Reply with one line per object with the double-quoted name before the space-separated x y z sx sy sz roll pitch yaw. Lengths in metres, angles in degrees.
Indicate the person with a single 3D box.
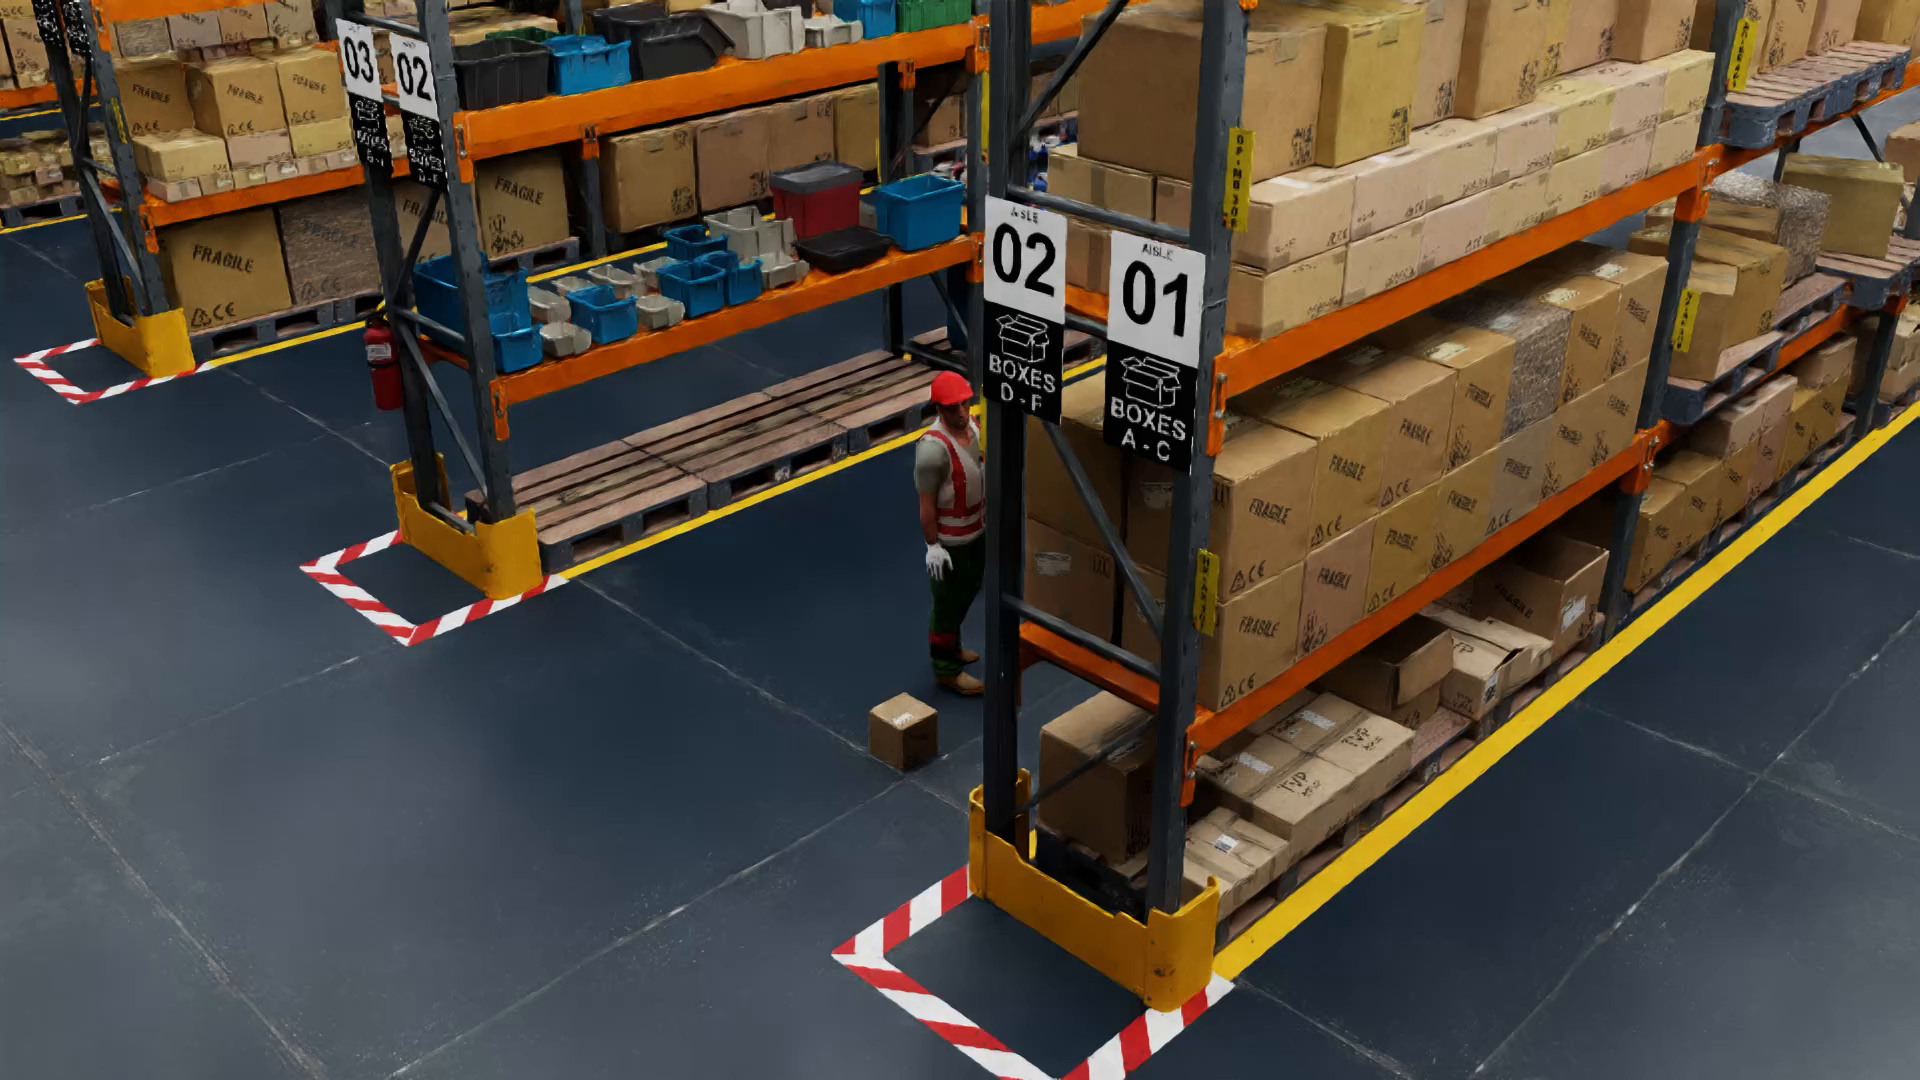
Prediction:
"person" -0.025 -0.034 8.654 0.442 1.830 0.559 16 31 27
